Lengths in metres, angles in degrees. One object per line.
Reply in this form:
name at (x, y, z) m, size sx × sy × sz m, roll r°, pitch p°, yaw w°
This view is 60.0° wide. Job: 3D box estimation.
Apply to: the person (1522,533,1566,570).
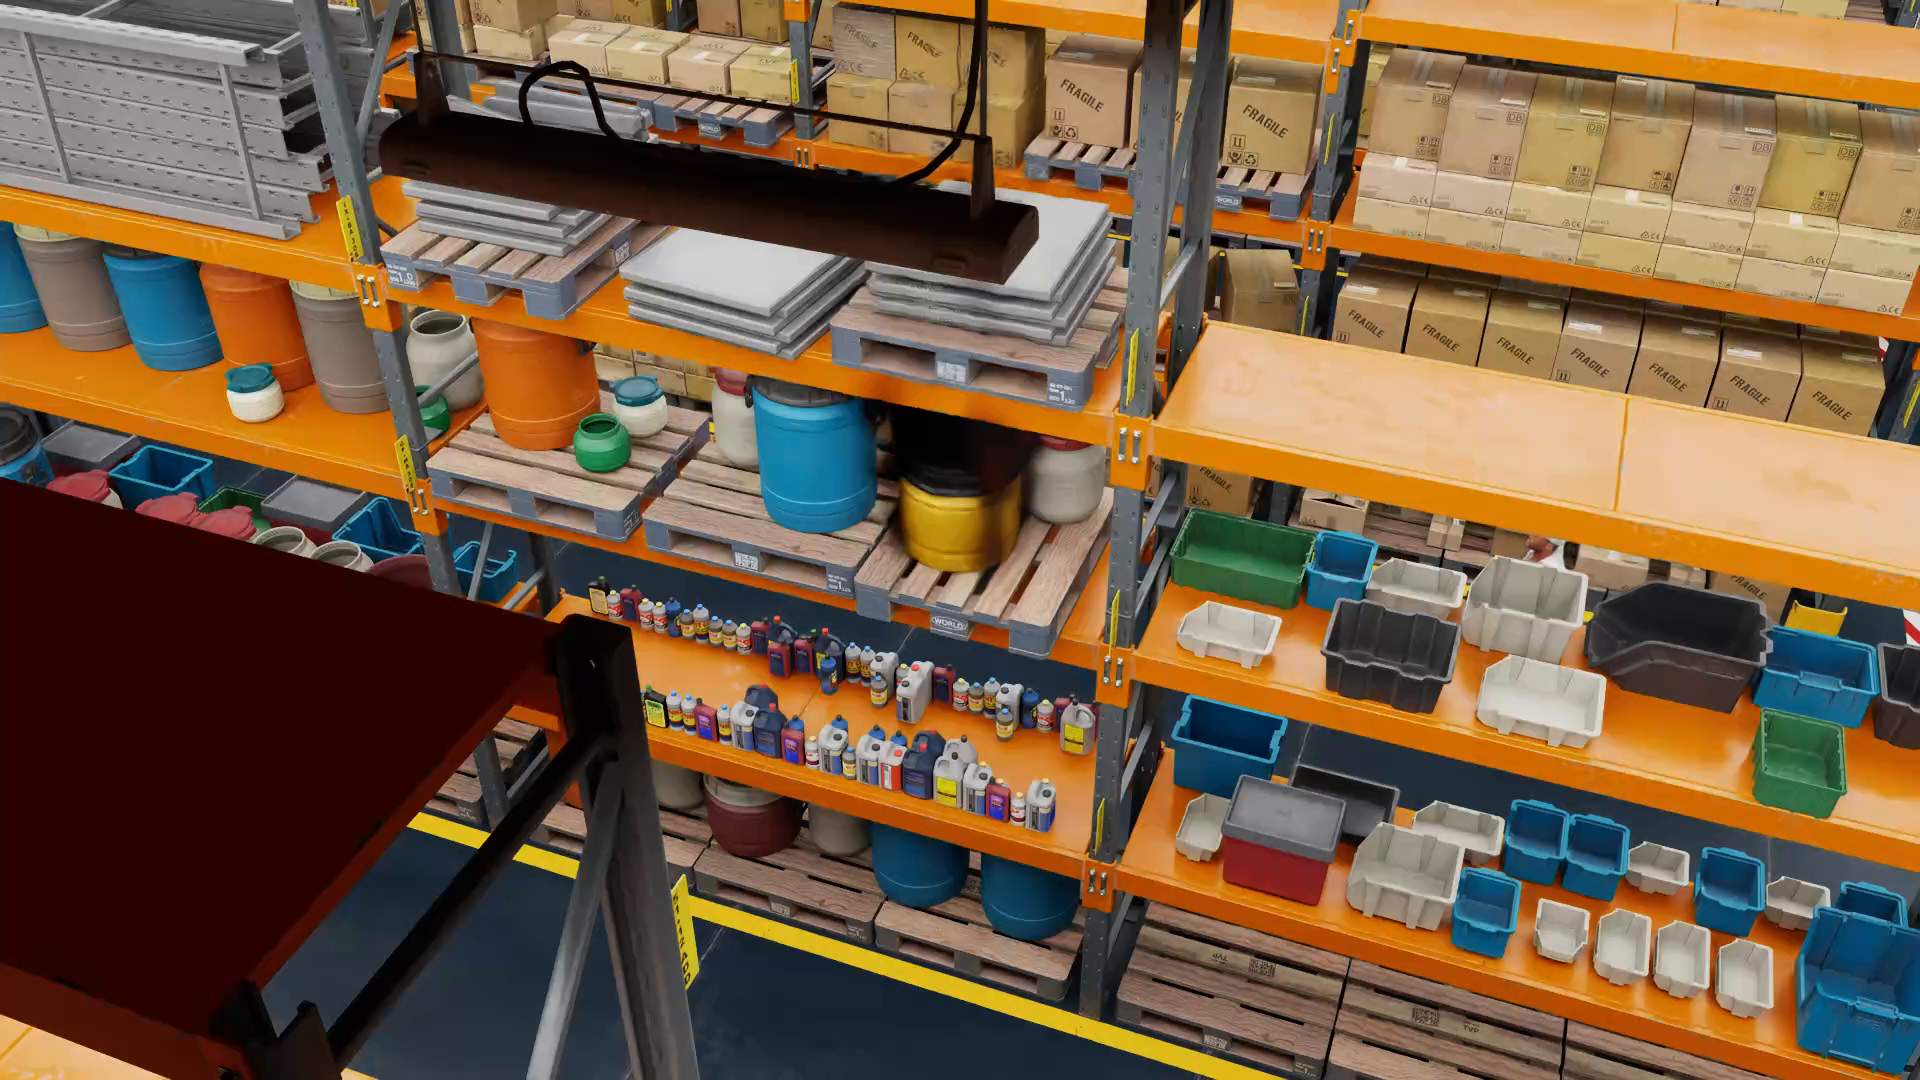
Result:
person at (3.871, 0.566, 11.165) m, size 0.605 × 1.754 × 0.669 m, roll 8°, pitch 37°, yaw 10°
